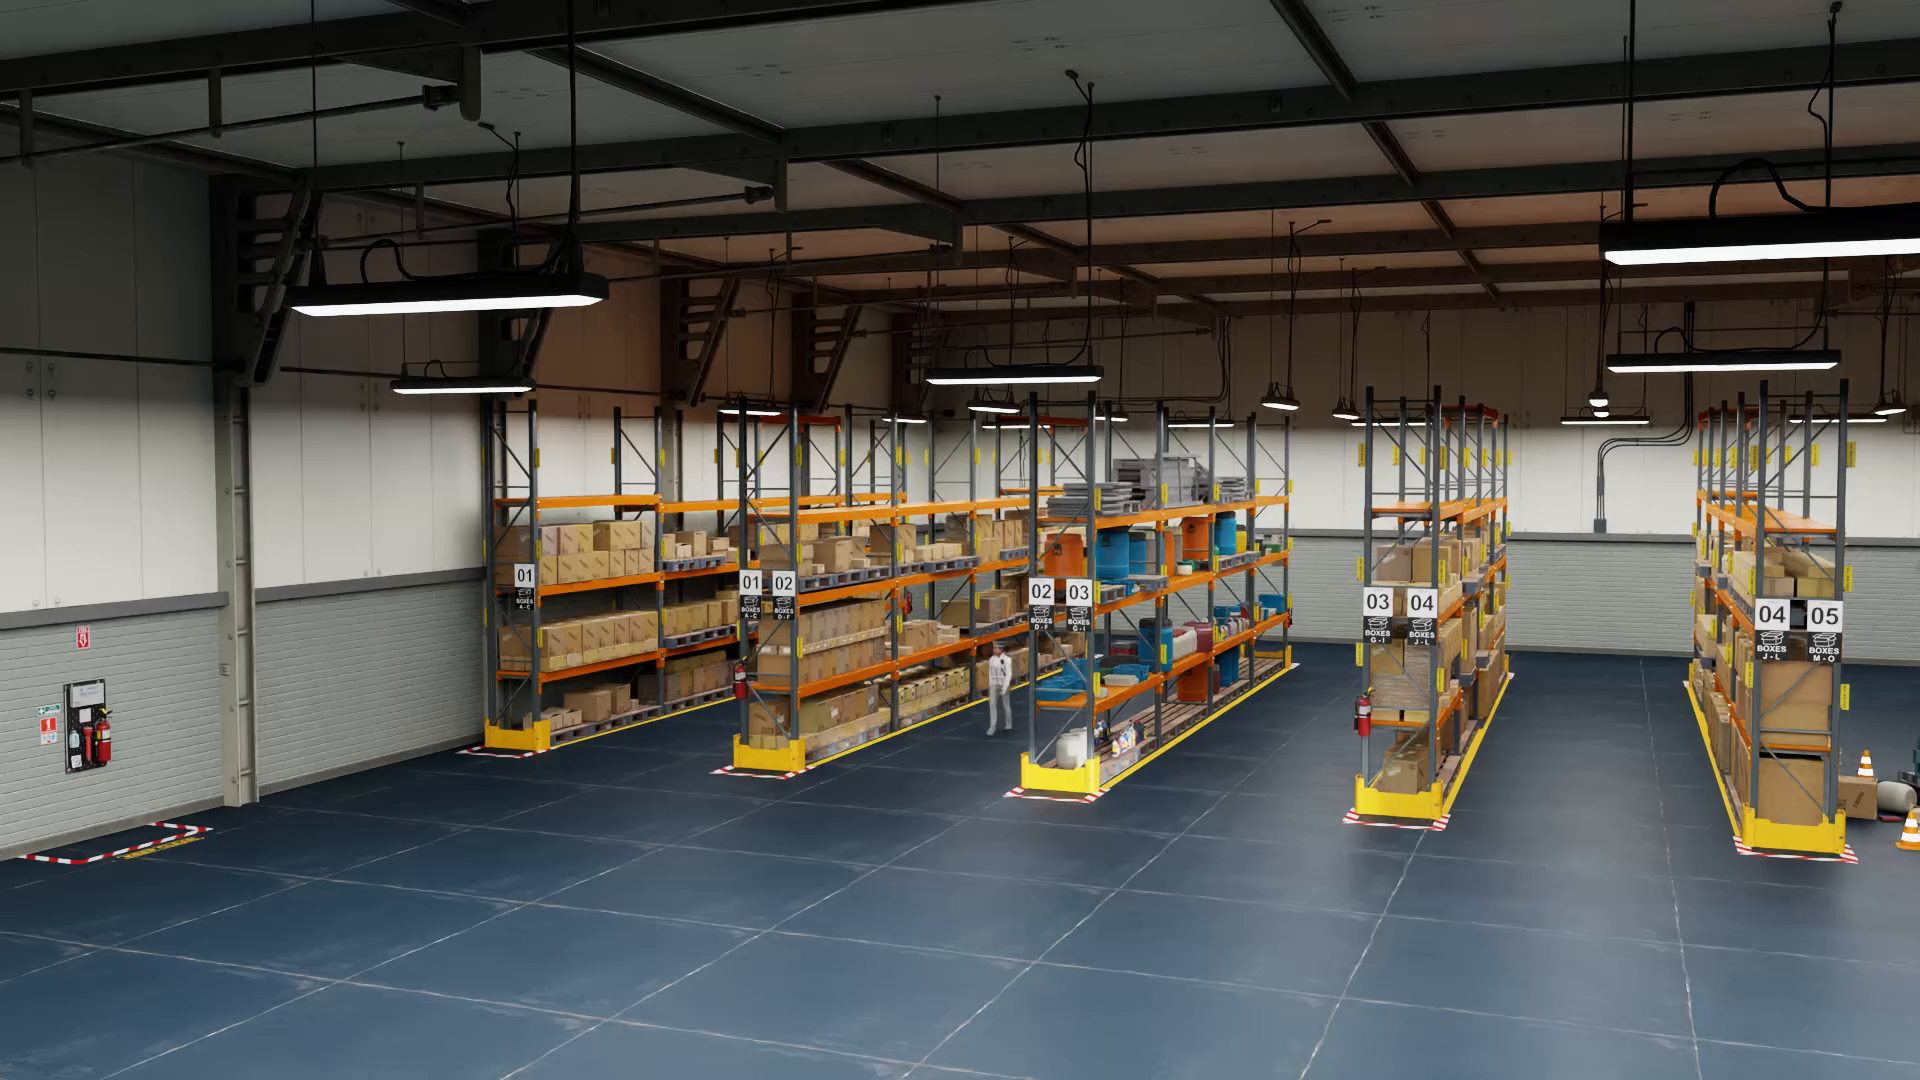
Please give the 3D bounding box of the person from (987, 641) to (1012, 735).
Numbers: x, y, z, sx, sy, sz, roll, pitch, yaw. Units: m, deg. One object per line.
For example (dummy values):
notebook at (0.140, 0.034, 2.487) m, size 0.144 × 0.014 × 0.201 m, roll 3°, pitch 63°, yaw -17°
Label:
person at (0.709, 2.676, 30.319) m, size 0.518 × 1.661 × 0.839 m, roll 1°, pitch 3°, yaw 24°
